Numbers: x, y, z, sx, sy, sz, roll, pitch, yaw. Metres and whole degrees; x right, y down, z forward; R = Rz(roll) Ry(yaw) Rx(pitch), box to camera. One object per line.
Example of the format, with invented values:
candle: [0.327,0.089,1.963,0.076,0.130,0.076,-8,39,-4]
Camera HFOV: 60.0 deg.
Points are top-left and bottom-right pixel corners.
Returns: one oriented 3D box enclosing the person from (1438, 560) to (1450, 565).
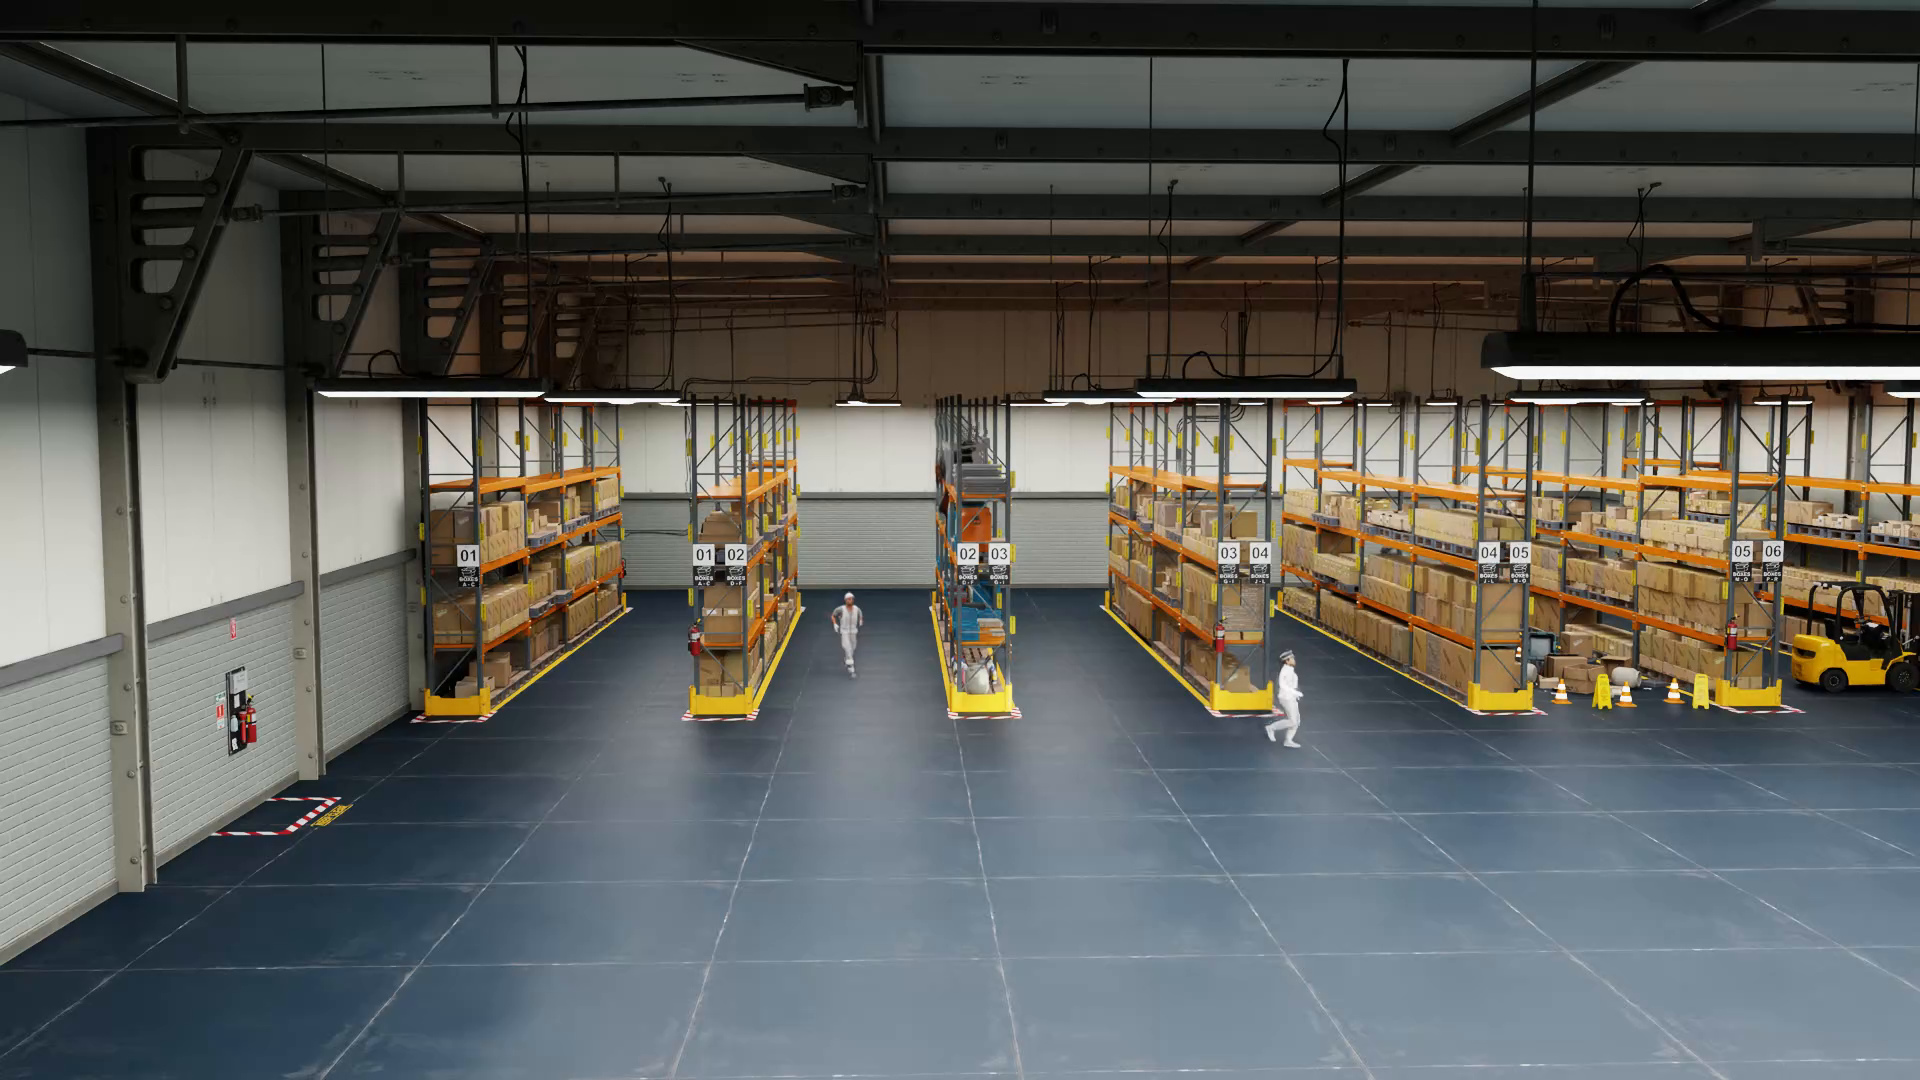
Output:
person: [14.318,0.990,49.022,0.863,1.771,0.657,-1,5,-9]

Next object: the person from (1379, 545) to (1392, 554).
person: [12.983,0.871,50.919,0.687,1.724,0.634,-2,5,-22]

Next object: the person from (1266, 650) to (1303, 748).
person: [5.505,2.680,28.153,0.611,1.654,0.582,1,5,18]

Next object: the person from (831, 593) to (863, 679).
person: [-2.409,2.020,35.654,0.668,1.788,1.003,-2,5,-24]
